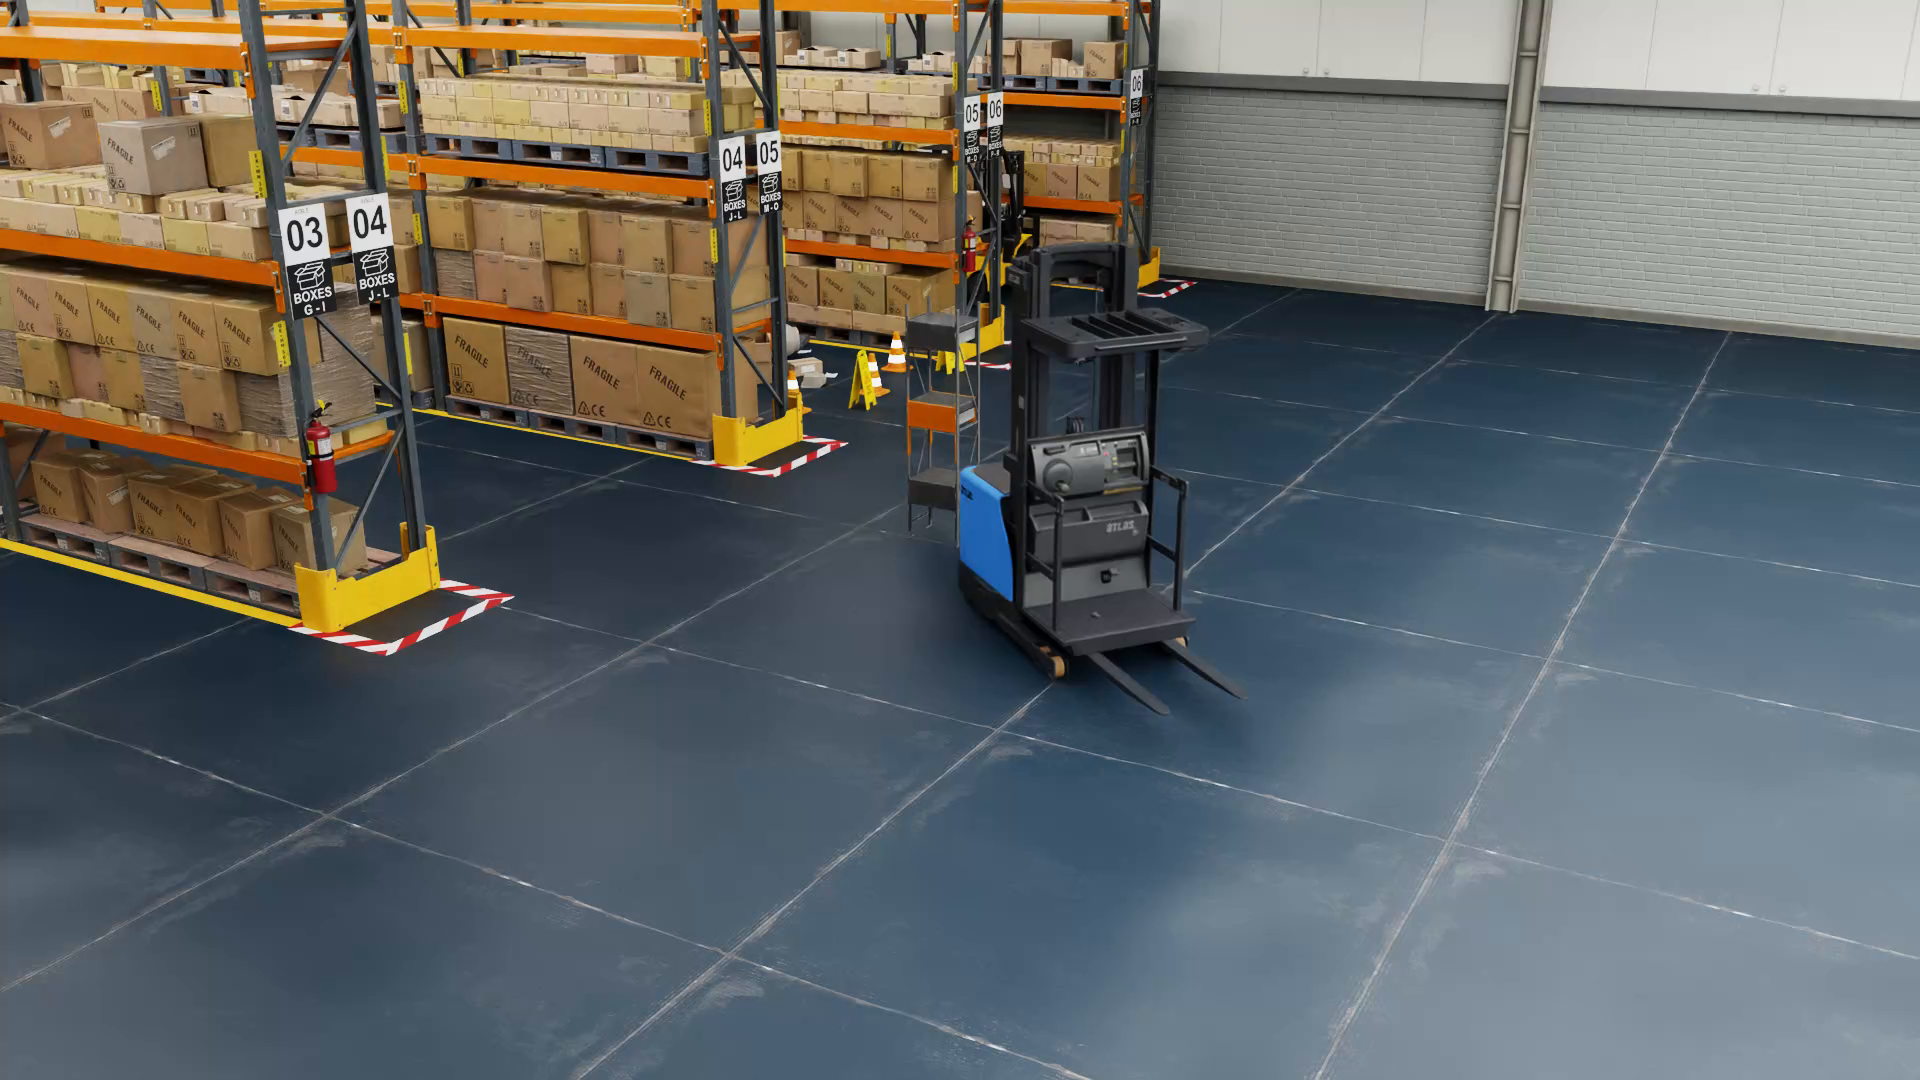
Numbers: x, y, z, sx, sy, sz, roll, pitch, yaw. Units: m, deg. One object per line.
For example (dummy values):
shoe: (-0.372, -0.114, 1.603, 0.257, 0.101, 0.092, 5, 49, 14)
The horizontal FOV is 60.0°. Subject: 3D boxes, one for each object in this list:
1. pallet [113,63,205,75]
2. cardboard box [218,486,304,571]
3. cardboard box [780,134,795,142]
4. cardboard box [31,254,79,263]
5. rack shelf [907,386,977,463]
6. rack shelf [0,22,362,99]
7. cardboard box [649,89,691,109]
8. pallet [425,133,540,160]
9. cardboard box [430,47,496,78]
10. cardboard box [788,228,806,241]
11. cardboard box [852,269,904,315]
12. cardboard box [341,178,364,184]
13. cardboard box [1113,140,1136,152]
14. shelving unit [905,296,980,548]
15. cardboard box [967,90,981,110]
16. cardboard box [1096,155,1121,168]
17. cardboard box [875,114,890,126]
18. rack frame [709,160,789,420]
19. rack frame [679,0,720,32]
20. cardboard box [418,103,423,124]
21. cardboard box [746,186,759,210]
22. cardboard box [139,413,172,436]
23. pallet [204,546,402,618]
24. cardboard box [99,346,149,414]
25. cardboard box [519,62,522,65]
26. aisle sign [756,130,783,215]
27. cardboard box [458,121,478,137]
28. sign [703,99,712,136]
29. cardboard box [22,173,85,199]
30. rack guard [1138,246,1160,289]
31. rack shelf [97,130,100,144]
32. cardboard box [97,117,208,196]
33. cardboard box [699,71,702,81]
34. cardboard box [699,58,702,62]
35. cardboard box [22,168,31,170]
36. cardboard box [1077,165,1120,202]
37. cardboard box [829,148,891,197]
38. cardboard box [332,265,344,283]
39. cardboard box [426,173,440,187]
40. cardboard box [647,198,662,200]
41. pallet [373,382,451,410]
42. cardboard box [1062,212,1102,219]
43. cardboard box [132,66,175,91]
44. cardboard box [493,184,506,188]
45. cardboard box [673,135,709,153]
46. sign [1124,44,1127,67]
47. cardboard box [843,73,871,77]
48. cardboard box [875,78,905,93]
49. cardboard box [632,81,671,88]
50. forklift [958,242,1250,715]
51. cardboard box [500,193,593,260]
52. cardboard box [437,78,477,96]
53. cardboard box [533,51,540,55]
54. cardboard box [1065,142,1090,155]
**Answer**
pallet: (-13.084, -7.741, 27.334, 1.213, 0.211, 1.003, 11, 23, 27)
cardboard box: (-5.677, -0.102, 13.594, 0.500, 0.500, 0.500, 18, 27, 41)
cardboard box: (-2.794, -6.626, 27.431, 0.250, 0.149, 0.380, 11, 23, 27)
cardboard box: (-7.566, -2.210, 14.309, 0.500, 0.500, 0.500, 11, 23, 27)
rack shelf: (-0.145, -1.002, 14.385, 0.480, 0.518, 0.431, 11, 23, 27)
rack shelf: (-6.347, -3.694, 12.711, 4.000, 0.370, 1.077, 11, 23, 27)
cardboard box: (-2.771, -4.249, 16.016, 0.250, 0.149, 0.380, 11, 23, 28)
pallet: (-4.877, -4.236, 17.672, 1.213, 0.211, 1.003, 11, 23, 27)
cardboard box: (-7.155, -6.836, 23.943, 0.637, 0.503, 0.797, 9, 22, 24)
cardboard box: (-2.030, -4.015, 21.701, 0.250, 0.149, 0.380, 11, 23, 28)
cardboard box: (-1.052, -3.230, 21.486, 0.500, 0.500, 0.500, 12, 23, 29)
cardboard box: (-9.097, -5.429, 25.451, 0.500, 0.250, 0.500, 11, 22, 27)
cardboard box: (2.460, -5.921, 25.053, 0.250, 0.149, 0.380, 10, 22, 26)
shelving unit: (-0.145, -1.015, 14.381, 0.503, 2.100, 0.431, 11, 23, 27)
cardboard box: (-0.077, -5.474, 20.739, 0.500, 0.250, 0.500, 10, 22, 26)
cardboard box: (2.210, -5.636, 24.703, 0.250, 0.149, 0.380, 11, 23, 28)
cardboard box: (-0.853, -5.248, 20.700, 0.250, 0.149, 0.380, 11, 23, 28)
rack frame: (-2.094, -2.341, 16.718, 0.127, 3.000, 1.000, 11, 23, 27)
rack frame: (-4.335, -9.460, 27.547, 0.127, 3.000, 1.000, 11, 23, 27)
cardboard box: (-5.991, -4.772, 18.456, 0.396, 0.266, 0.258, 10, 22, 26)
cardboard box: (-2.563, -4.451, 21.951, 0.500, 0.500, 0.500, 11, 23, 27)
cardboard box: (-6.312, -0.967, 13.299, 0.250, 0.149, 0.380, 11, 23, 27)
pallet: (-5.360, 0.271, 13.605, 1.213, 0.211, 1.003, 11, 23, 27)
cardboard box: (-6.409, -1.398, 13.535, 0.500, 0.500, 0.875, 11, 23, 27)
cardboard box: (-7.978, -8.741, 30.331, 0.250, 0.149, 0.380, 11, 23, 28)
aisle sign: (-1.886, -3.641, 16.488, 0.004, 0.787, 0.394, 11, 23, 27)
cardboard box: (-4.990, -4.297, 17.316, 0.250, 0.149, 0.380, 11, 23, 27)
sign: (-2.371, -3.971, 15.630, 0.005, 0.325, 0.100, 11, 23, 27)
cardboard box: (-7.232, -2.824, 13.286, 0.250, 0.149, 0.380, 12, 23, 29)
rack guard: (2.670, -4.131, 25.317, 0.348, 0.500, 1.175, 11, 23, 27)
rack shelf: (-10.824, -5.076, 20.914, 4.000, 0.370, 1.077, 11, 23, 27)
cardboard box: (-6.078, -2.896, 12.532, 0.500, 0.500, 0.500, 11, 23, 27)
cardboard box: (-3.575, -6.250, 22.700, 0.500, 0.250, 0.500, 10, 22, 26)
cardboard box: (-4.179, -8.037, 27.600, 0.250, 0.166, 0.380, 11, 23, 27)
cardboard box: (-7.669, -3.106, 14.062, 0.250, 0.149, 0.380, 12, 23, 29)
cardboard box: (2.091, -5.361, 24.895, 0.500, 0.500, 0.500, 10, 22, 26)
cardboard box: (-1.254, -4.649, 21.031, 0.500, 0.500, 0.700, 10, 22, 27)
cardboard box: (-7.055, -3.229, 19.018, 0.500, 0.500, 0.500, 11, 23, 28)
cardboard box: (-7.749, -5.416, 24.680, 0.500, 0.250, 0.500, 10, 22, 26)
cardboard box: (-4.066, -4.629, 22.776, 0.250, 0.149, 0.380, 10, 22, 26)
pallet: (-6.297, -1.801, 19.319, 1.213, 0.211, 1.003, 11, 23, 27)
cardboard box: (1.884, -4.903, 25.731, 0.500, 0.250, 0.500, 11, 23, 27)
cardboard box: (-9.558, -5.478, 19.699, 0.258, 0.266, 0.396, 11, 23, 27)
cardboard box: (-6.559, -5.132, 24.164, 0.250, 0.149, 0.380, 9, 22, 24)
cardboard box: (-2.550, -3.832, 16.035, 0.250, 0.149, 0.380, 11, 23, 27)
sign: (2.372, -6.940, 23.814, 0.005, 0.325, 0.100, 11, 23, 27)
cardboard box: (-1.292, -5.881, 21.276, 0.250, 0.149, 0.380, 11, 23, 28)
cardboard box: (-0.842, -5.616, 20.545, 0.250, 0.149, 0.380, 11, 23, 28)
cardboard box: (-3.117, -4.572, 16.906, 0.250, 0.149, 0.380, 10, 22, 26)
forklift: (1.032, -0.547, 11.871, 1.130, 2.935, 3.031, -8, 22, -22)
cardboard box: (-4.340, -3.325, 17.627, 0.550, 0.550, 0.875, 11, 23, 27)
cardboard box: (-5.211, -4.714, 17.296, 0.250, 0.149, 0.380, 11, 22, 27)
cardboard box: (-7.282, -8.607, 29.200, 0.250, 0.149, 0.380, 11, 23, 28)
cardboard box: (1.762, -5.866, 24.900, 0.250, 0.149, 0.380, 11, 23, 28)
